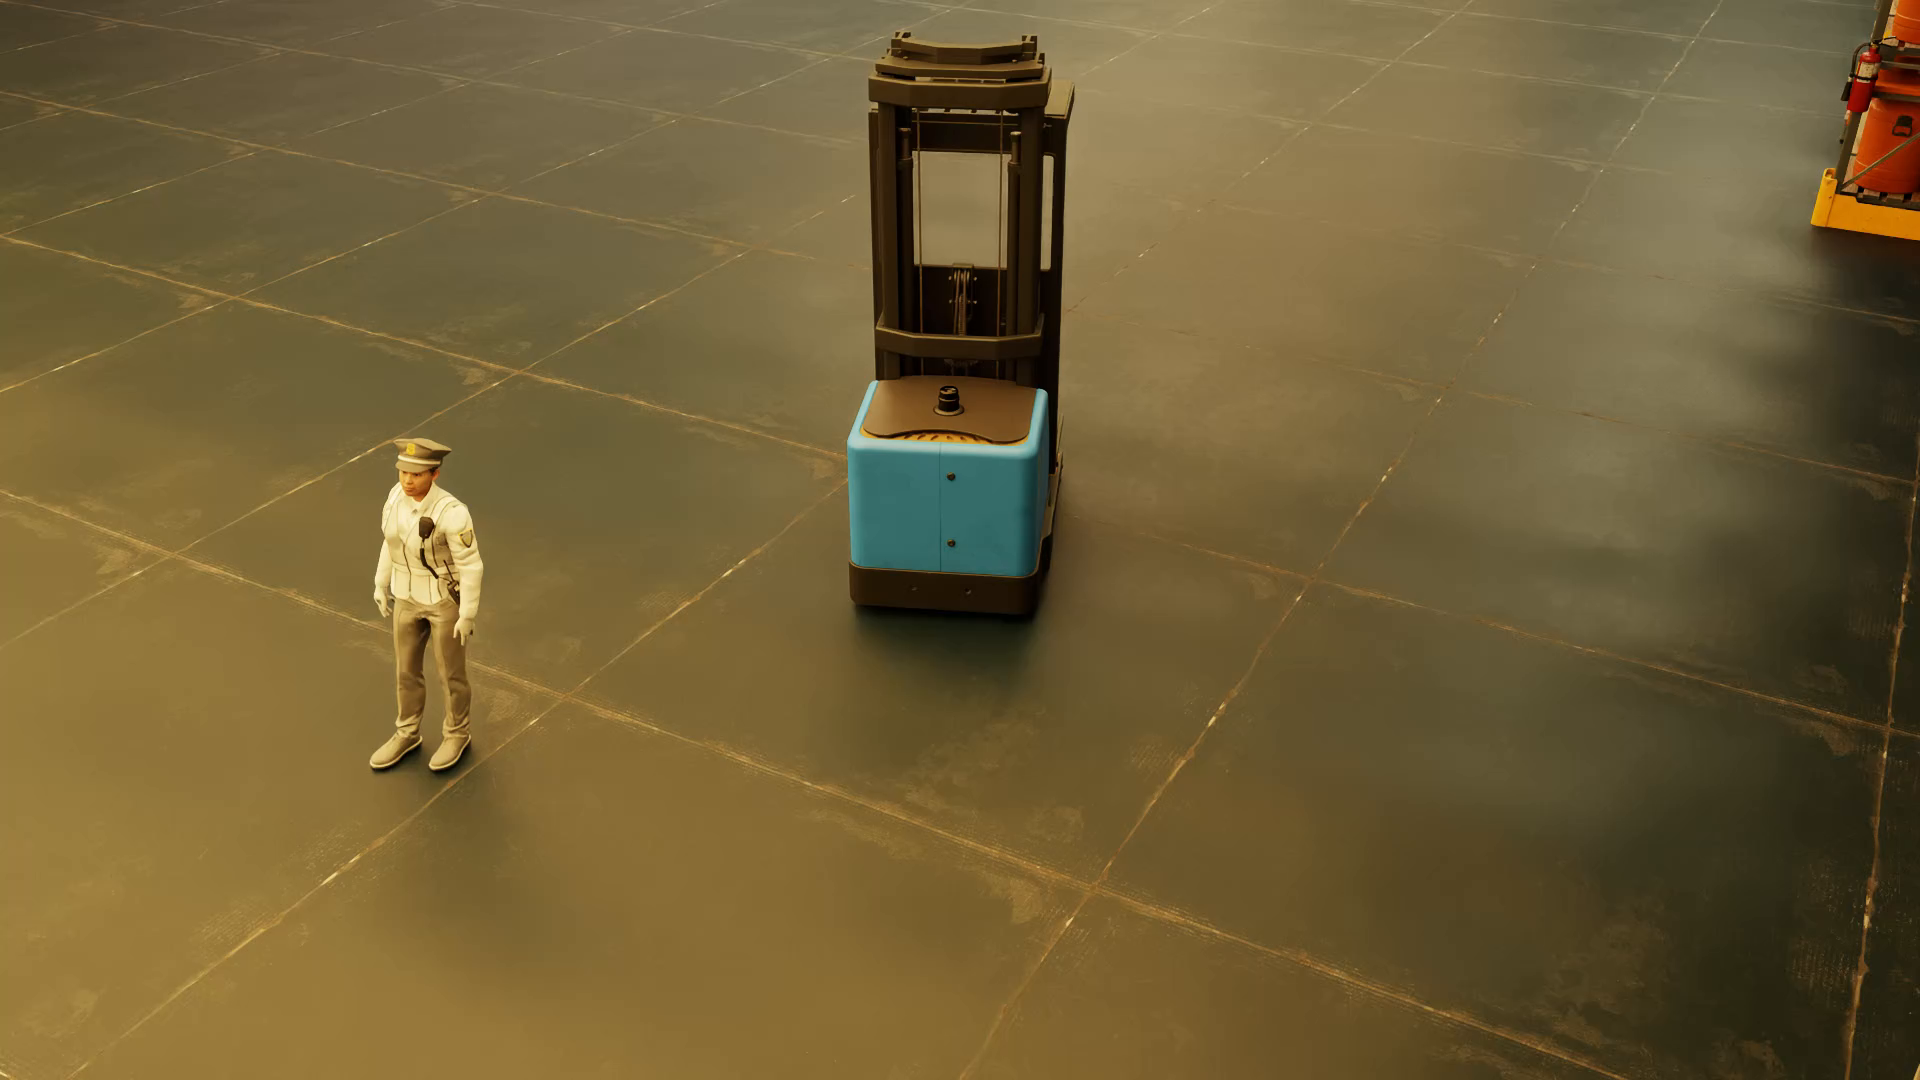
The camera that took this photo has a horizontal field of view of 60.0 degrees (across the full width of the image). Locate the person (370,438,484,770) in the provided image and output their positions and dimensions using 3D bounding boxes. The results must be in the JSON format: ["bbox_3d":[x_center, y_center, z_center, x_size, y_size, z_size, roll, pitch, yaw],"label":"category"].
[{"bbox_3d":[-2.514,0.310,7.755,0.586,1.694,0.533,13,32,21],"label":"person"}]

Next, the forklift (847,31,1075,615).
[{"bbox_3d":[0.072,-1.572,9.794,1.130,2.935,3.031,3,30,6],"label":"forklift"}]
